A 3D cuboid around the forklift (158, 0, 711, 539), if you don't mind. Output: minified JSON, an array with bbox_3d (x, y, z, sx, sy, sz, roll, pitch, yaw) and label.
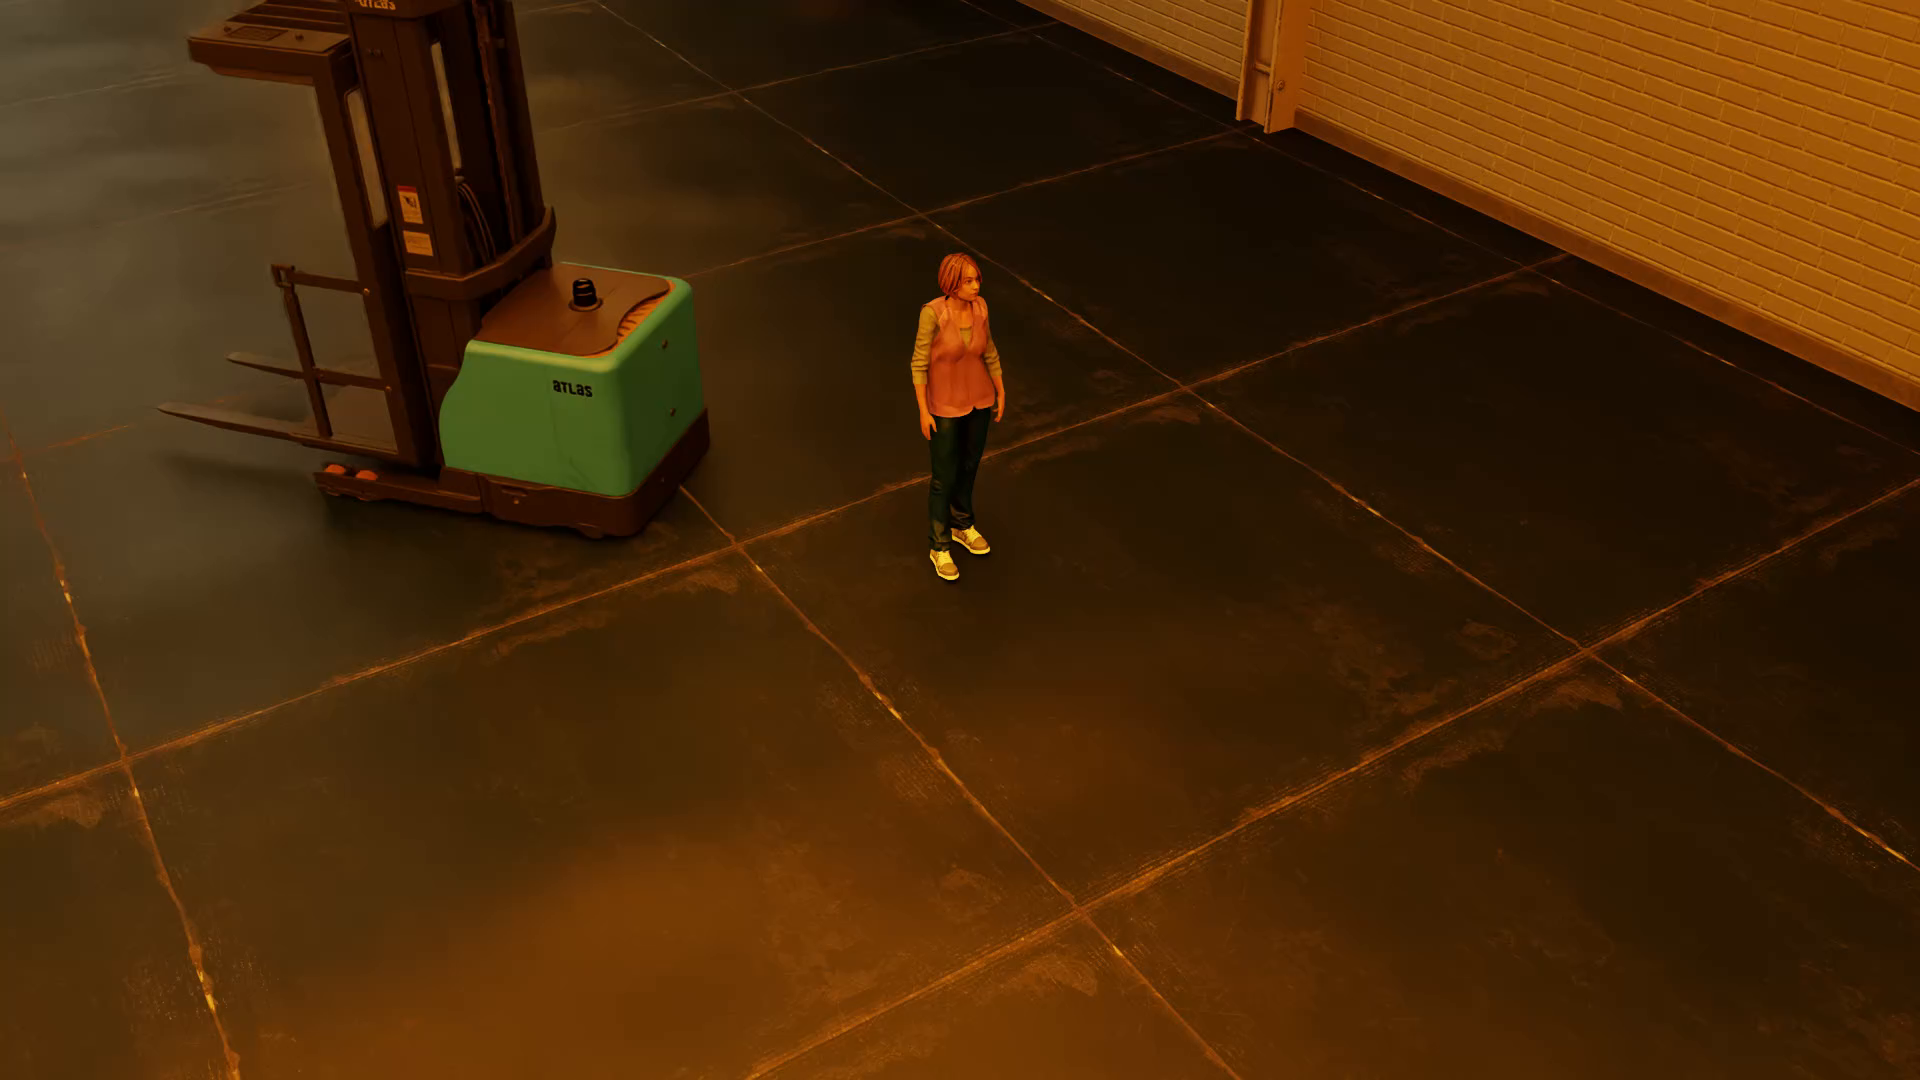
[{"bbox_3d":[-2.977,-1.686,8.548,3.031,2.935,1.130,10,36,14],"label":"forklift"}]

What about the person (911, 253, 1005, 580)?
[{"bbox_3d":[0.028,-0.619,8.177,0.520,1.596,0.476,-21,40,-27],"label":"person"}]
